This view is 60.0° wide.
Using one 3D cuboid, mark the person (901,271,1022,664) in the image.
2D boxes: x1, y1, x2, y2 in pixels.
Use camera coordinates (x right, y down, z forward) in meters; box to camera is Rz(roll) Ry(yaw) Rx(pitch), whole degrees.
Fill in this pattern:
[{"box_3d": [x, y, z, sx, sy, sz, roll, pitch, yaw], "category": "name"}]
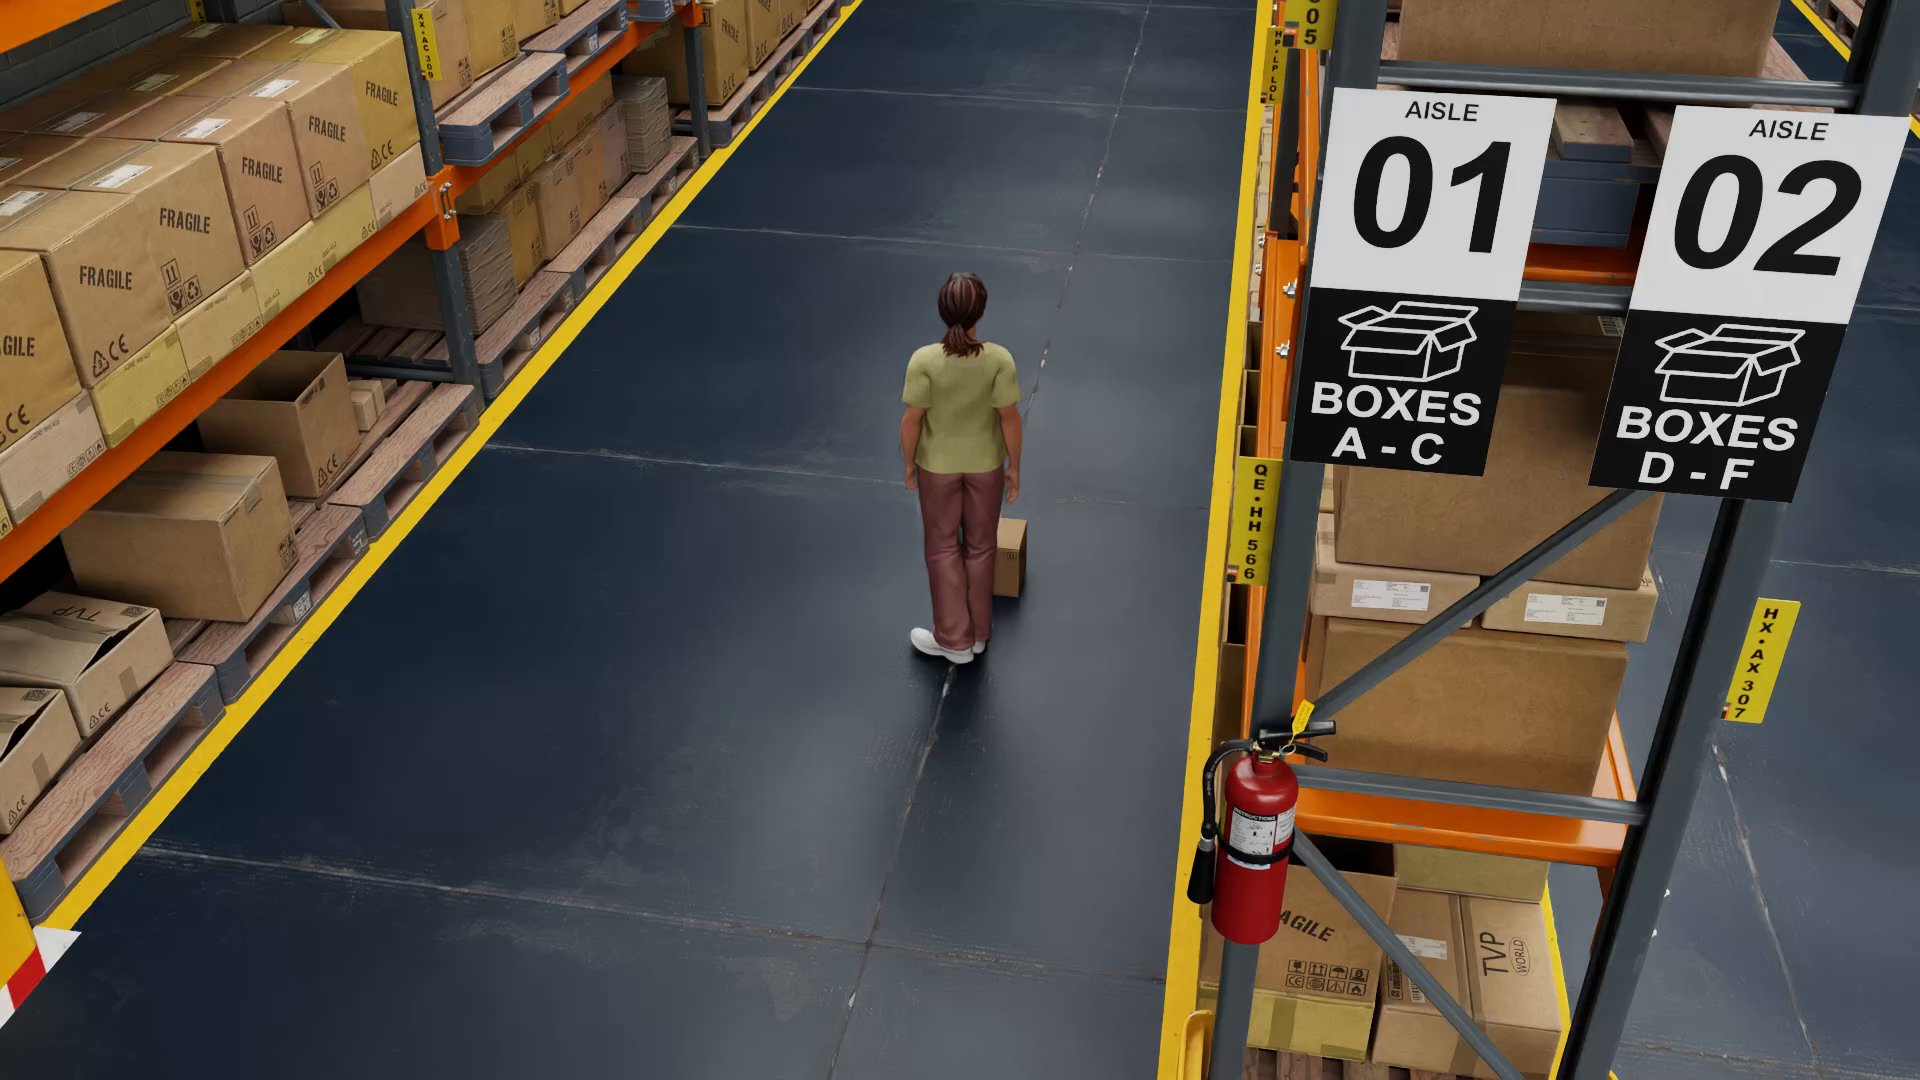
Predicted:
[{"box_3d": [0.004, -0.276, 6.538, 0.465, 1.670, 0.395, -2, 33, -3], "category": "person"}]
